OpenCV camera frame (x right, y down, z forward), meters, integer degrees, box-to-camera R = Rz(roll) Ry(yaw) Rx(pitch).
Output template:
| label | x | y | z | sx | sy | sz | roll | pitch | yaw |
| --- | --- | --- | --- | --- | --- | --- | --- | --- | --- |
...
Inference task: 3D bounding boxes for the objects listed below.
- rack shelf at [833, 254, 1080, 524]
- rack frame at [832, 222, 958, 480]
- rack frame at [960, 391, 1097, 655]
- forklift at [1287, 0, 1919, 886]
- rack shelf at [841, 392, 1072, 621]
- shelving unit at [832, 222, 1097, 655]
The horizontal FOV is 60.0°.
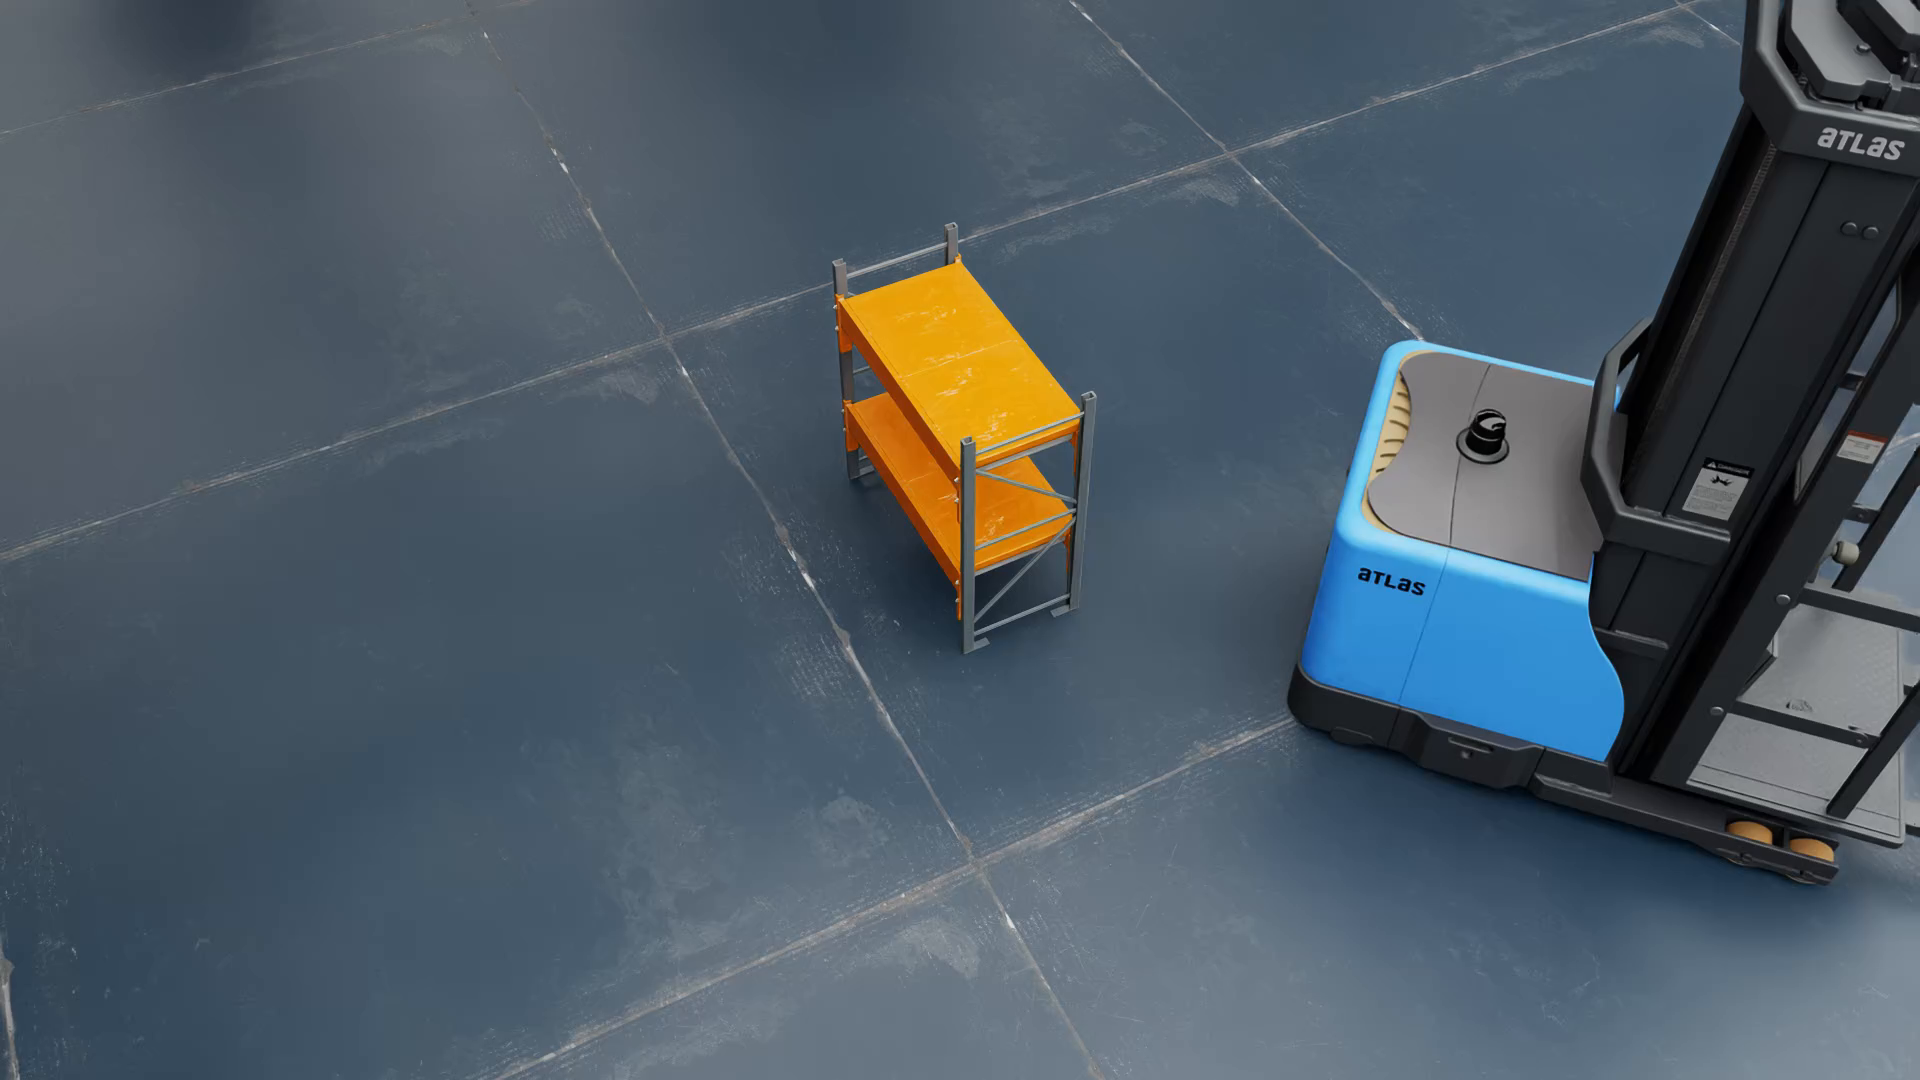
| label | x | y | z | sx | sy | sz | roll | pitch | yaw |
| --- | --- | --- | --- | --- | --- | --- | --- | --- | --- |
| rack shelf | -0.003 | -0.568 | 6.003 | 0.538 | 0.278 | 1.000 | -21 | 52 | -18 |
| rack frame | -0.236 | -0.715 | 6.521 | 0.500 | 1.125 | 0.032 | -21 | 52 | -18 |
| rack frame | 0.230 | -0.035 | 5.926 | 0.500 | 1.125 | 0.032 | -21 | 52 | -18 |
| forklift | 2.759 | -0.260 | 4.923 | 3.031 | 2.935 | 1.130 | 15 | 51 | 13 |
| rack shelf | -0.003 | -0.214 | 6.407 | 0.538 | 0.278 | 1.000 | -21 | 52 | -18 |
| shelving unit | -0.003 | -0.375 | 6.223 | 0.538 | 1.125 | 1.048 | -21 | 52 | -18 |
